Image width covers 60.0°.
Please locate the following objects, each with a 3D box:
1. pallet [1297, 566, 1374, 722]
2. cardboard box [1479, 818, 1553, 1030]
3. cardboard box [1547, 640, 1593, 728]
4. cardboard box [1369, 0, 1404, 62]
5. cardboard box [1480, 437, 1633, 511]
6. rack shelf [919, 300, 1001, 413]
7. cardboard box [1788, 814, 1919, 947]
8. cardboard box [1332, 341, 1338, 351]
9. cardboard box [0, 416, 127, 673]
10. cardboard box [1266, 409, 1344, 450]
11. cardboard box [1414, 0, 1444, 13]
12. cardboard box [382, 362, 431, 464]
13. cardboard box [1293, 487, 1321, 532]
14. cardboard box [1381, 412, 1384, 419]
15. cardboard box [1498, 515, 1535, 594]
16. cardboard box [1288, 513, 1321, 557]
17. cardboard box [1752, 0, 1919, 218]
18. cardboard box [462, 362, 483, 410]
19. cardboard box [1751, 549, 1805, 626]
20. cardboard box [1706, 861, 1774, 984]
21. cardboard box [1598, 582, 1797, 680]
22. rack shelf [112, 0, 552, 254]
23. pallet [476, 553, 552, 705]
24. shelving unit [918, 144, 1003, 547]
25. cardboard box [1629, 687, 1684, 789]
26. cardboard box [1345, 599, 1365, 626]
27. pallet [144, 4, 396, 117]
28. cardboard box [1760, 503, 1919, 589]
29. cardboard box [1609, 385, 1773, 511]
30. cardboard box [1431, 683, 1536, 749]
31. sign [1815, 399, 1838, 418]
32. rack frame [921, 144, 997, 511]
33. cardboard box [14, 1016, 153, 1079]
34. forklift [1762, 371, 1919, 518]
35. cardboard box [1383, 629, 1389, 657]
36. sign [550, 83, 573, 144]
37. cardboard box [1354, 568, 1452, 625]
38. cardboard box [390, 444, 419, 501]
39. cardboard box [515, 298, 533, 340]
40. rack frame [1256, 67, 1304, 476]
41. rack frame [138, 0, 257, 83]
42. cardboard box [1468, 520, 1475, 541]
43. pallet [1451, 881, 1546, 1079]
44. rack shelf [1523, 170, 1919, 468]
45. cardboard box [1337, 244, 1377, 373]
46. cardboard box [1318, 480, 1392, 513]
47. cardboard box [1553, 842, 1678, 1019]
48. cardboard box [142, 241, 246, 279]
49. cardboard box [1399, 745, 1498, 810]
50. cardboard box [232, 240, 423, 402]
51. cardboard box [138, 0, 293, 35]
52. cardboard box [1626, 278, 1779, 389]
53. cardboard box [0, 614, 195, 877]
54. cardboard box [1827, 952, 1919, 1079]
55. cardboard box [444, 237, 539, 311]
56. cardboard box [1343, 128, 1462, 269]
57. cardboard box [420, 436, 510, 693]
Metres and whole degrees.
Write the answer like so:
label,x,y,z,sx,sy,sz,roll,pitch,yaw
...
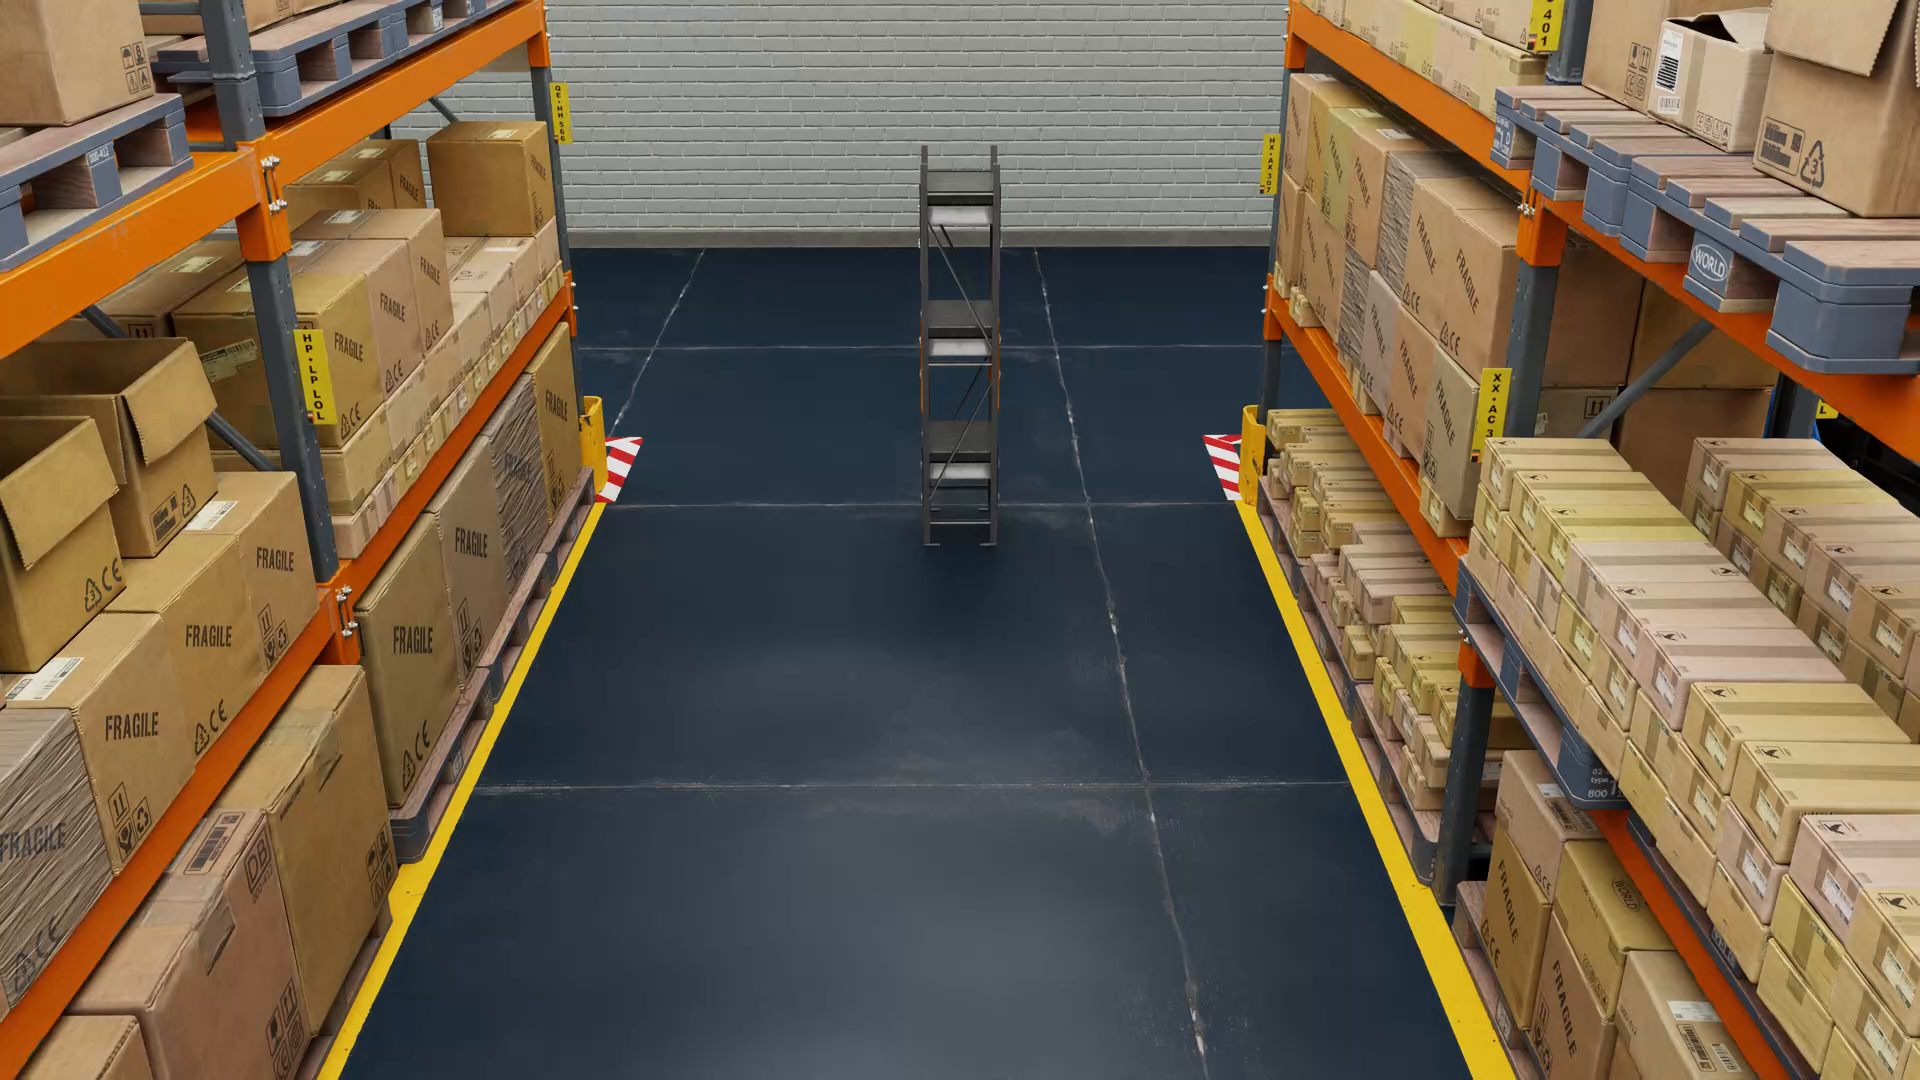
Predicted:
label,x,y,z,sx,sy,sz,roll,pitch,yaw
pallet,2.230,0.471,7.952,1.003,0.211,1.213,0,24,-1
cardboard box,2.032,1.234,5.404,0.500,0.500,0.500,1,24,1
cardboard box,1.843,0.389,4.544,0.380,0.149,0.250,0,24,0
cardboard box,2.010,-2.137,6.878,0.500,0.250,0.500,0,24,-1
cardboard box,1.834,-0.202,5.131,0.380,0.149,0.250,1,24,2
rack shelf,-0.002,-1.012,8.974,0.431,0.518,0.480,0,24,-1
cardboard box,1.862,0.661,3.222,0.380,0.149,0.250,0,24,-1
cardboard box,2.033,-0.984,8.090,0.380,0.149,0.250,0,24,-1
cardboard box,-2.660,0.005,4.260,0.797,0.503,0.637,0,24,0
cardboard box,1.912,-0.613,9.193,0.380,0.149,0.250,-1,24,-3
cardboard box,2.026,-2.163,6.328,0.500,0.250,0.500,1,24,2
cardboard box,-2.415,-0.505,6.548,0.500,0.250,0.500,0,24,-1
cardboard box,1.927,-0.158,8.549,0.380,0.149,0.250,0,24,1
cardboard box,2.037,-0.560,7.154,0.380,0.149,0.250,-1,24,-1
cardboard box,1.838,0.040,4.956,0.380,0.149,0.250,-1,24,-2
cardboard box,1.919,-0.026,8.618,0.380,0.149,0.250,0,24,0
cardboard box,2.175,-0.987,3.517,0.797,0.503,0.637,-1,24,-1
cardboard box,-2.361,-0.689,7.439,0.380,0.149,0.250,-1,24,-2
cardboard box,2.495,0.143,4.729,0.380,0.149,0.250,1,24,2
cardboard box,1.859,0.823,3.586,0.380,0.149,0.250,0,24,1
cardboard box,1.847,0.227,4.182,0.380,0.149,0.250,0,24,-1
rack shelf,-2.693,-1.901,7.047,1.077,0.370,4.000,0,24,-1
pallet,-2.618,0.415,8.077,1.003,0.211,1.213,0,24,-1
shelving unit,-0.002,-1.025,8.968,0.431,2.100,0.503,0,24,-1
cardboard box,1.853,0.474,3.997,0.380,0.149,0.250,-1,24,-1
cardboard box,1.997,0.394,7.688,0.380,0.149,0.250,0,24,0
pallet,-2.670,-1.702,5.840,1.003,0.211,1.213,0,24,-1
cardboard box,2.493,0.015,4.650,0.380,0.149,0.250,-1,24,-2
cardboard box,2.536,-0.405,6.023,0.500,0.500,0.500,-1,24,-2
cardboard box,2.025,0.672,6.351,0.380,0.149,0.250,0,24,1
sign,2.844,-0.550,5.422,0.100,0.325,0.005,0,24,-1
rack frame,-0.004,-1.125,9.190,0.400,2.100,0.015,0,24,-1
cardboard box,-2.617,1.735,3.842,1.225,0.875,0.875,0,24,0
forklift,5.025,-0.985,7.871,1.130,2.935,3.031,-5,25,-12
cardboard box,2.027,0.499,7.095,0.380,0.149,0.250,0,24,0
sign,-2.172,-2.319,9.044,0.100,0.325,0.005,0,24,-1
cardboard box,1.953,0.246,7.294,0.380,0.149,0.250,-1,24,-3
cardboard box,-2.349,-0.264,6.498,0.380,0.149,0.250,1,24,1
cardboard box,-2.374,-1.113,8.375,0.380,0.149,0.250,0,24,0
rack frame,2.246,-1.667,9.296,1.000,3.000,0.127,0,24,-1
rack frame,-2.672,-2.772,4.458,1.000,3.000,0.127,0,24,-1
cardboard box,2.052,-0.021,5.961,0.380,0.149,0.250,-1,24,-1
pallet,2.299,1.573,5.517,1.003,0.211,1.213,0,24,-1
rack shelf,2.311,-0.234,3.359,1.077,0.370,4.000,0,24,-1
cardboard box,2.010,-1.030,7.404,0.500,0.500,0.500,-1,24,-2
cardboard box,1.989,-0.179,8.235,0.380,0.149,0.250,1,24,2
cardboard box,2.041,1.112,4.765,0.500,0.250,0.500,0,24,1
cardboard box,-2.945,-0.842,6.382,0.500,0.500,0.500,0,24,0
cardboard box,1.944,0.929,6.506,0.380,0.149,0.250,0,24,0
cardboard box,-2.419,-0.848,6.397,0.500,0.500,0.500,0,24,-1
cardboard box,-2.740,-2.009,5.661,0.700,0.500,0.500,-2,24,-4
cardboard box,2.528,-0.842,5.777,0.500,0.500,0.500,0,24,1
cardboard box,-2.382,0.527,4.323,0.500,0.500,0.500,-1,24,-1
cardboard box,1.860,0.894,3.067,0.380,0.149,0.250,0,24,0
cardboard box,-2.440,-1.346,8.407,0.500,0.250,0.500,-1,24,-1
cardboard box,1.989,-1.485,7.198,0.500,0.500,0.500,-1,24,-2
cardboard box,-2.609,0.095,7.468,0.875,0.875,0.875,0,24,-1
